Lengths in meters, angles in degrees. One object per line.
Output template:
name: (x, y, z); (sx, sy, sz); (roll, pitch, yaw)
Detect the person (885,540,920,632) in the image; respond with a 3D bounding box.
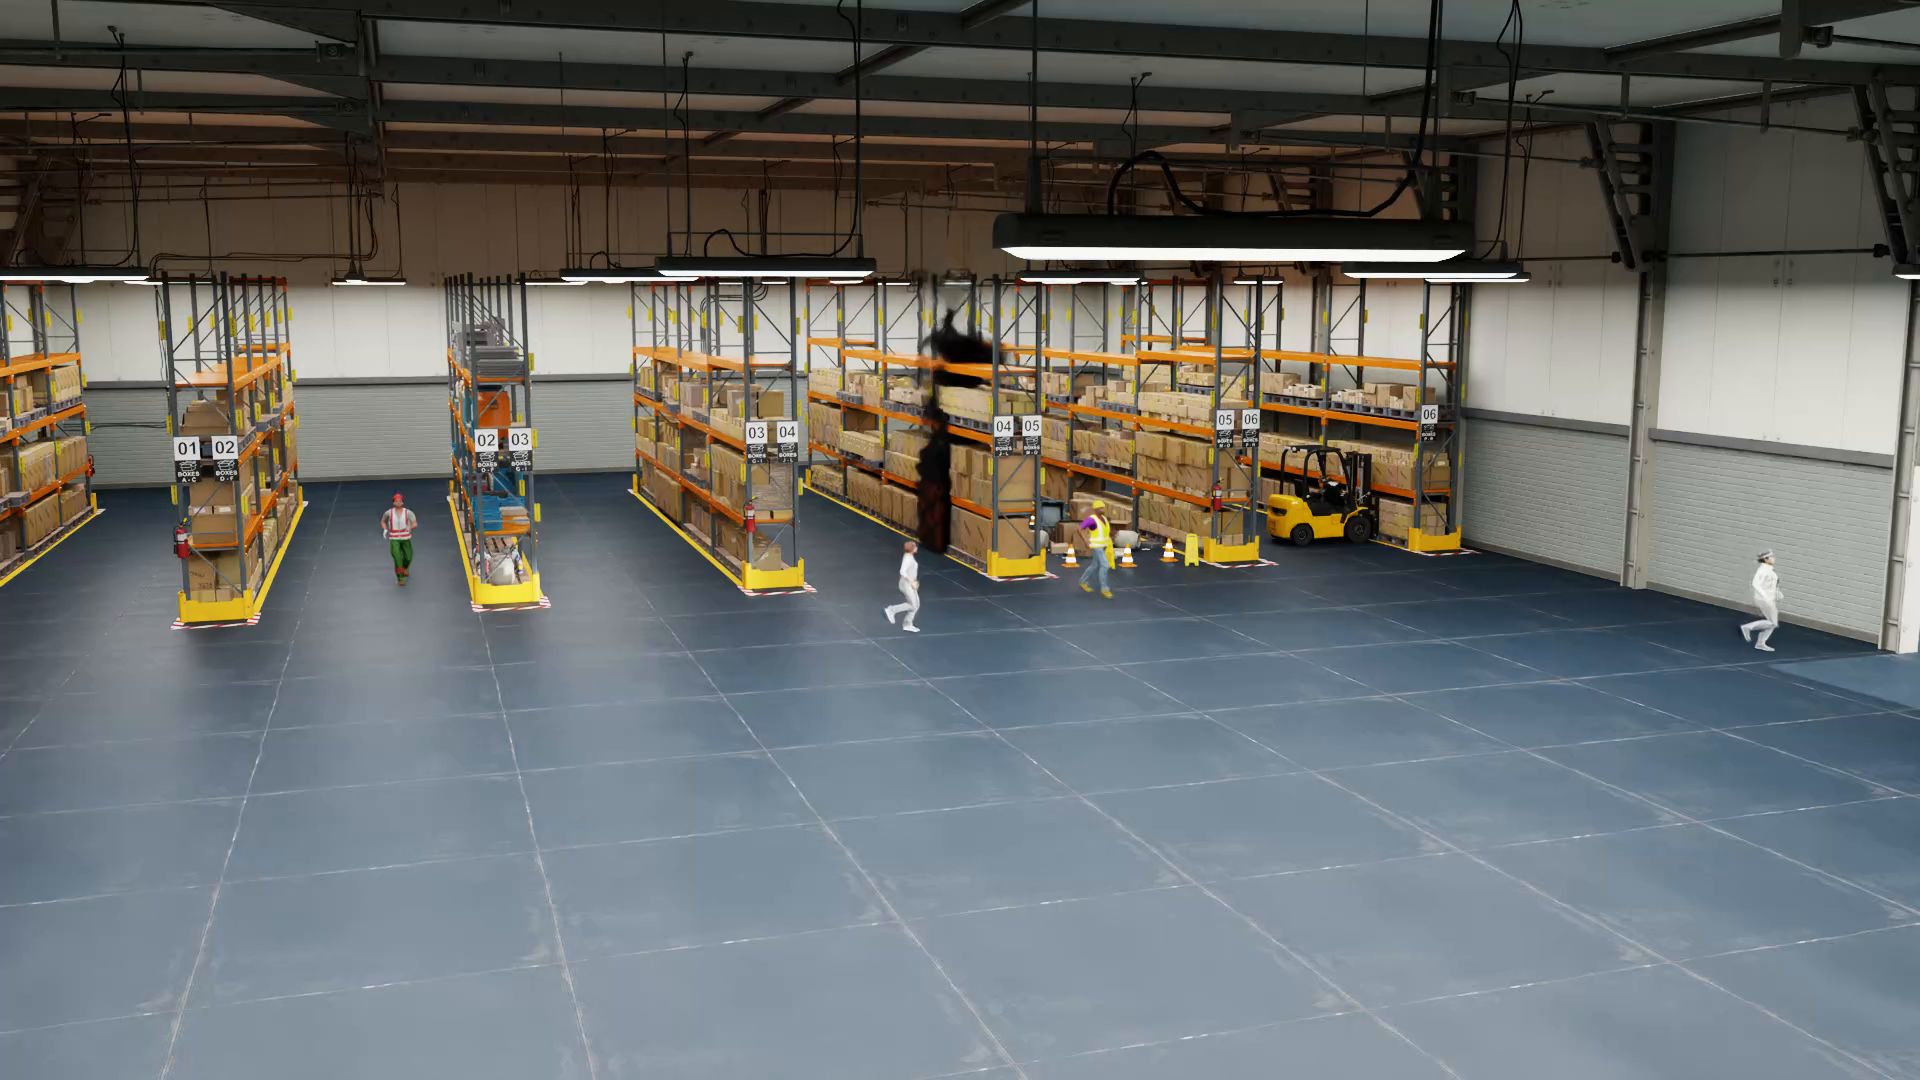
person: (-0.957, 0.773, 27.923); (0.574, 1.557, 0.522); (1, 9, 5)

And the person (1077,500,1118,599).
person: (2.578, 0.159, 31.081); (0.842, 1.811, 0.684); (5, 10, 30)

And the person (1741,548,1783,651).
person: (12.775, 0.940, 26.455); (0.552, 1.657, 0.621); (5, 10, 32)

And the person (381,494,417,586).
person: (-10.892, -0.013, 32.341); (0.669, 1.761, 0.876); (-3, 9, -21)
